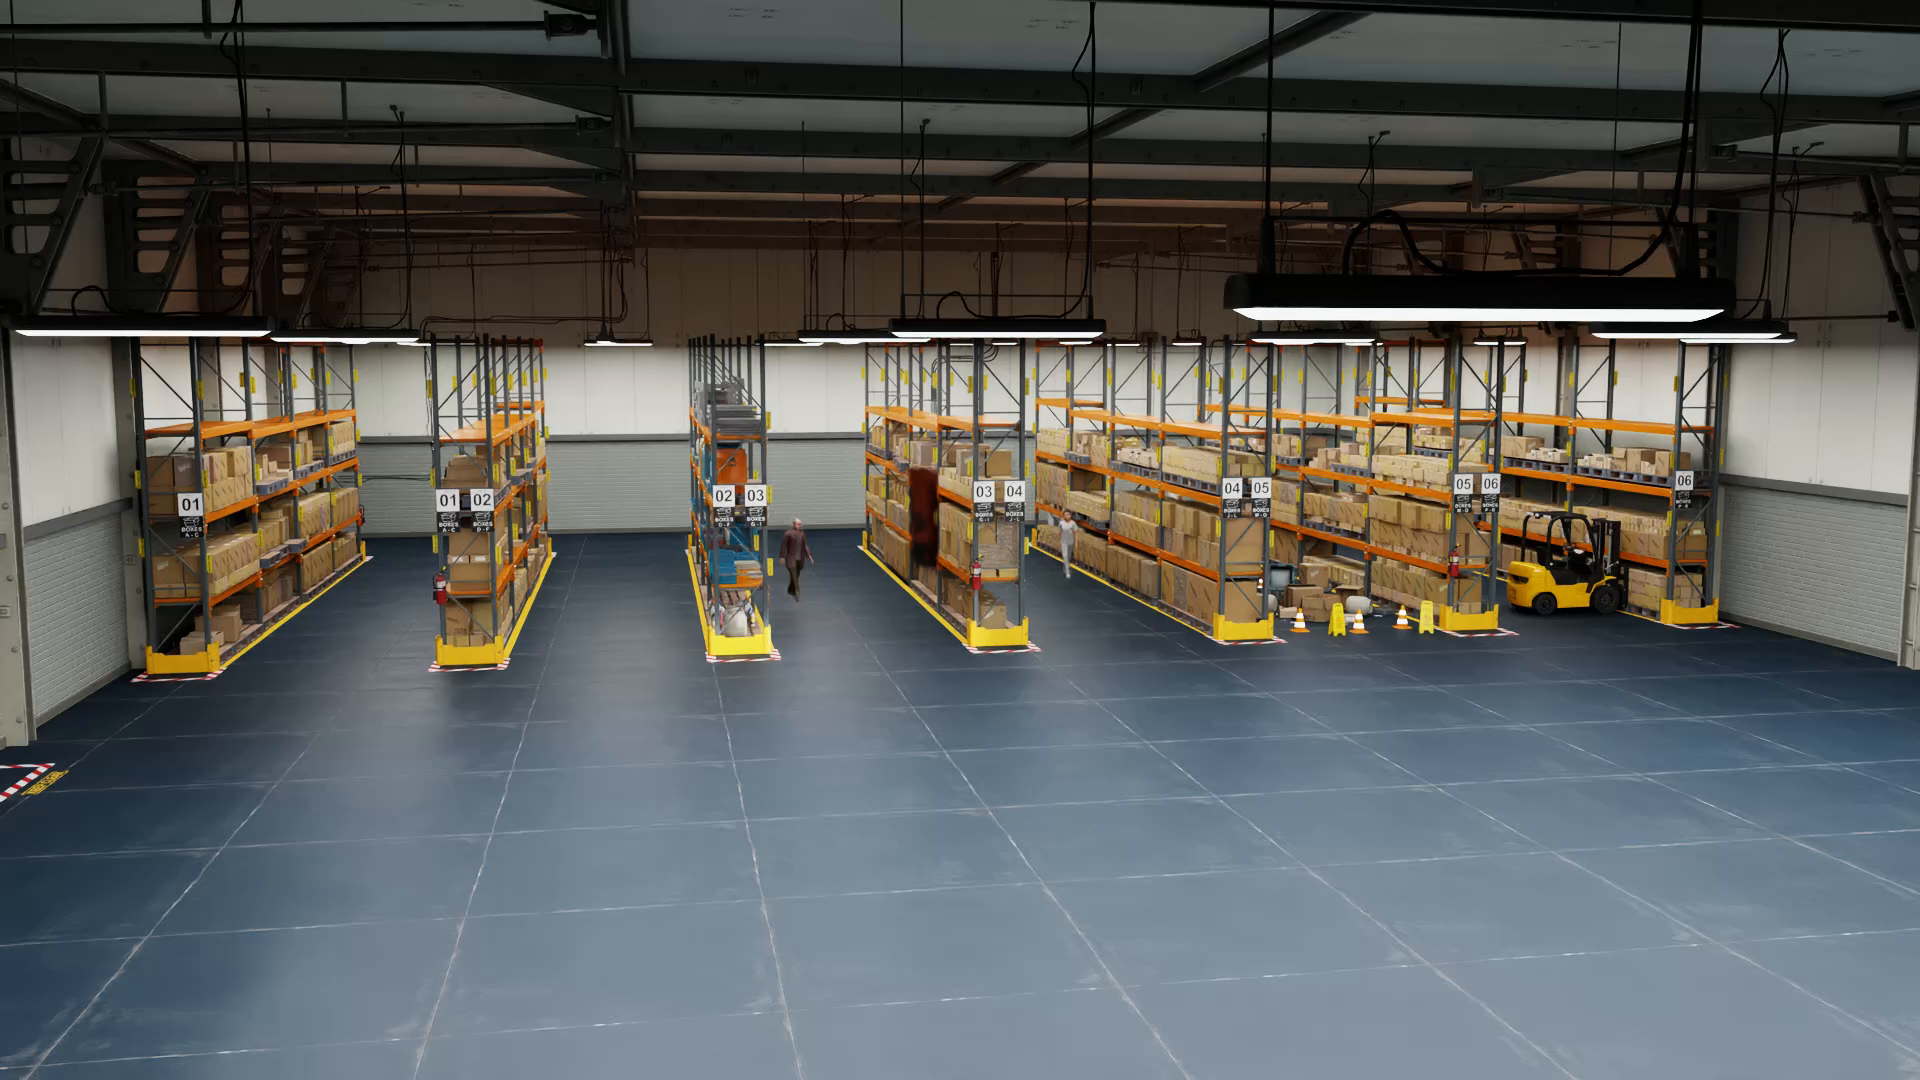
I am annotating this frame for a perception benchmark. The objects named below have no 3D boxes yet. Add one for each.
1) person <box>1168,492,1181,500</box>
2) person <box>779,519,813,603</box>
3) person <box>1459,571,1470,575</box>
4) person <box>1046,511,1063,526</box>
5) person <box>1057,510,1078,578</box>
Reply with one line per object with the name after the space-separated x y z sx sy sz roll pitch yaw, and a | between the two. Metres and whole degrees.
6.770 -1.145 52.287 0.788 1.749 0.560 -2 7 -13 | person
-3.551 0.420 36.067 0.692 1.773 1.001 -4 8 -32 | person
11.574 0.507 38.150 0.533 1.807 0.602 -2 7 -15 | person
2.947 -1.224 52.873 0.706 1.758 0.565 -3 7 -25 | person
2.592 0.078 39.793 0.458 1.606 1.054 -1 7 -9 | person
